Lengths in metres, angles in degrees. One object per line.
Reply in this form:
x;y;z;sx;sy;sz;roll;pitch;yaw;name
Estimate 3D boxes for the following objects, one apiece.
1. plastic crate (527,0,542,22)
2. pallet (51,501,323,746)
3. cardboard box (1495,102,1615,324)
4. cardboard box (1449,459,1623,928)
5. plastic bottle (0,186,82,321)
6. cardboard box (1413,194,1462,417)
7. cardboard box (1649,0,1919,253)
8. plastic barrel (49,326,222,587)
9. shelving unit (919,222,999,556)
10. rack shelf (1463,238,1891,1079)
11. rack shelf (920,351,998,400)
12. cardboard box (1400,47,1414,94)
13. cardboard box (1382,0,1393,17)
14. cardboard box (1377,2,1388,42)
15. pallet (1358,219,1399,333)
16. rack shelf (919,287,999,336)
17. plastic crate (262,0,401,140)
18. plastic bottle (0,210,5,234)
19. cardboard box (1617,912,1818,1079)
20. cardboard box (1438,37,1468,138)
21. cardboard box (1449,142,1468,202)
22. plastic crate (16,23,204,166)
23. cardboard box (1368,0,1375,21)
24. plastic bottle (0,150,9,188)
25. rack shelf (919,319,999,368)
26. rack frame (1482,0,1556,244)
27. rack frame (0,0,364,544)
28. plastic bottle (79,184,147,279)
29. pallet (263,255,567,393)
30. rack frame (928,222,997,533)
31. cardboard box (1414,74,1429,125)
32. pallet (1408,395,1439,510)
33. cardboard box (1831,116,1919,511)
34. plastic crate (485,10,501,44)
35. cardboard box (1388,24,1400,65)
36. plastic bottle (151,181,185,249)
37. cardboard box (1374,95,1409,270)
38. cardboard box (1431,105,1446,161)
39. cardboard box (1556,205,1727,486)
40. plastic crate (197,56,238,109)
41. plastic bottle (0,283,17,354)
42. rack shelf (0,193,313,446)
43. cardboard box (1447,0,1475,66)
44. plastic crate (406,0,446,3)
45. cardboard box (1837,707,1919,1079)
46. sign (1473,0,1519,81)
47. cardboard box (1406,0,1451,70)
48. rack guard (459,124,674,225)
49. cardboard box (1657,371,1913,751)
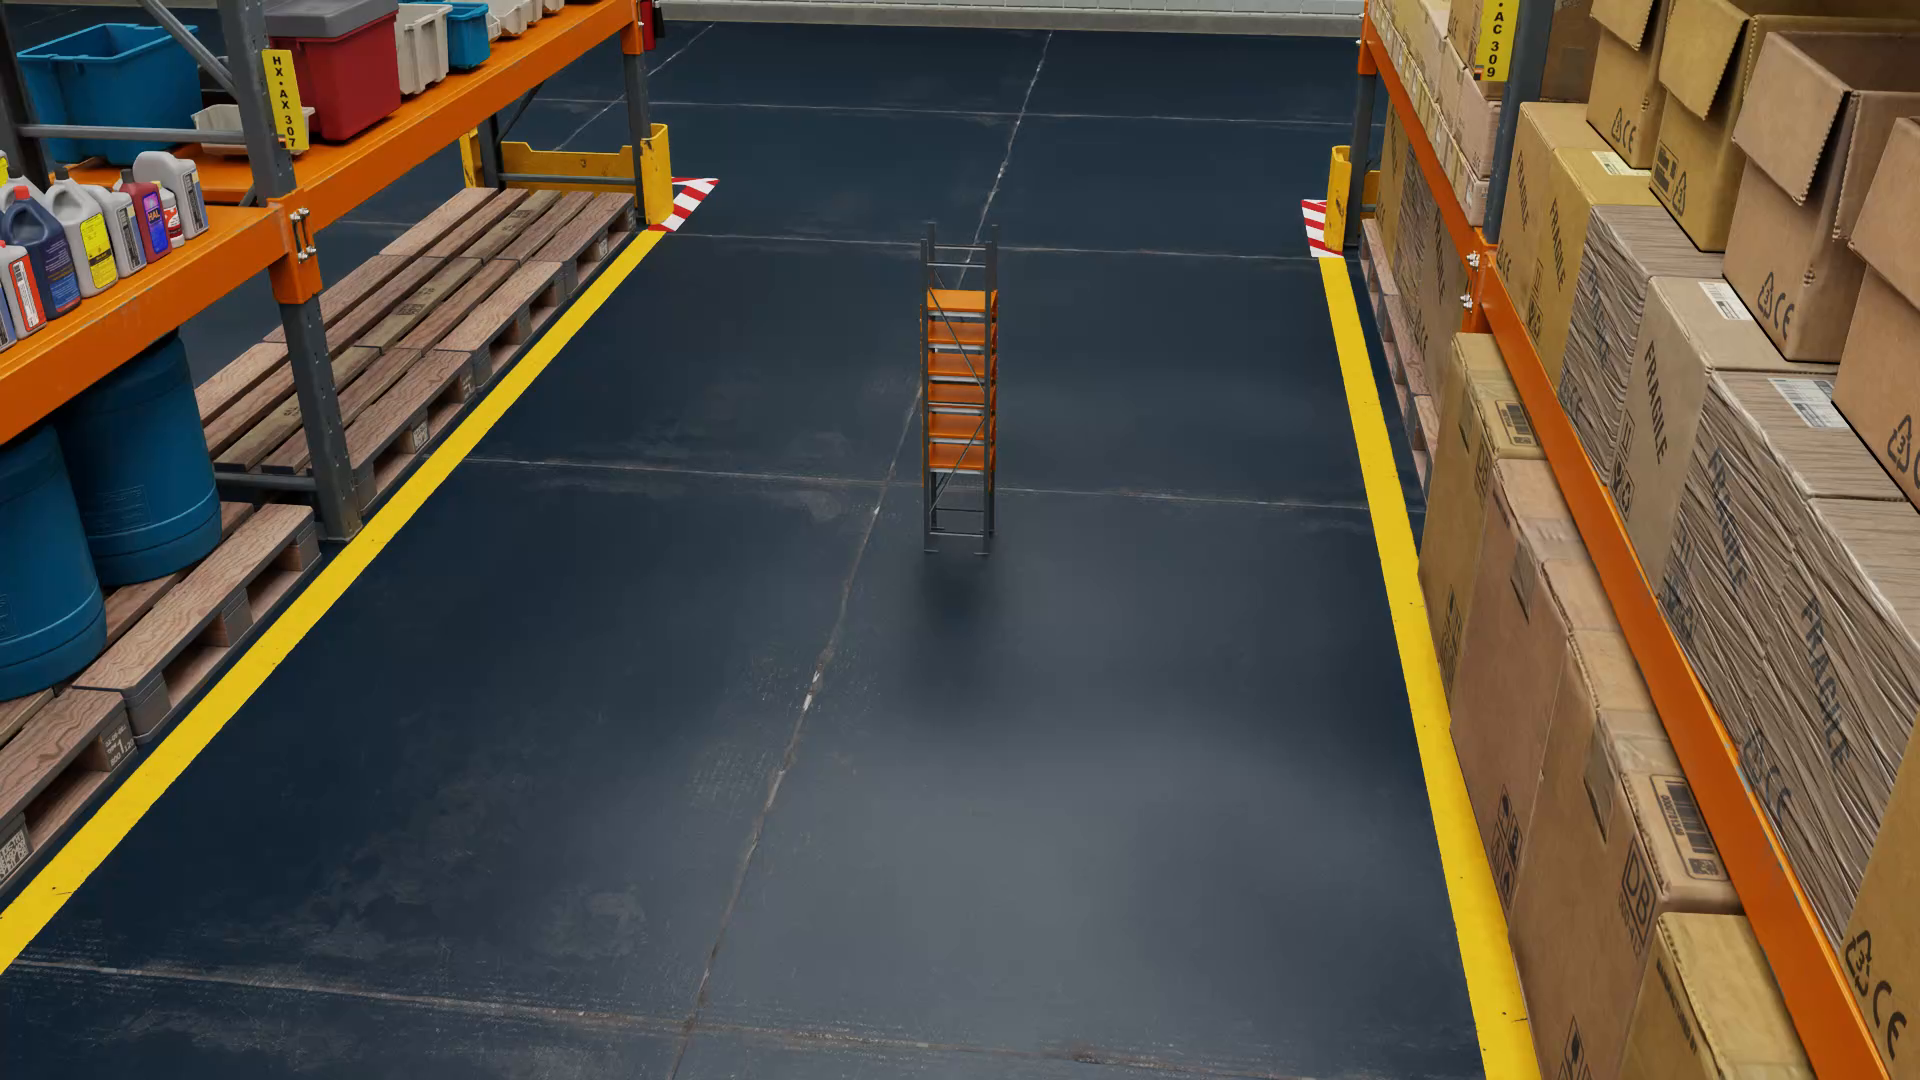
-2.253;-2.627;8.177;0.396;0.136;0.243;3;28;6;plastic crate
-2.909;0.225;5.610;1.003;0.211;1.213;3;28;6;pallet
1.838;-0.917;4.685;0.500;0.500;0.500;3;29;6;cardboard box
1.975;0.398;4.146;1.225;0.875;0.875;2;28;4;cardboard box
-2.584;-0.803;4.630;0.144;0.351;0.185;3;28;6;plastic bottle
2.413;-1.055;6.842;0.875;0.875;0.875;3;28;6;cardboard box
1.977;-0.938;3.665;0.797;0.503;0.637;4;29;7;cardboard box
-2.857;-0.369;5.543;0.600;0.901;0.708;3;28;6;plastic barrel
-0.002;-0.521;5.953;0.258;1.200;0.189;3;28;6;shelving unit
1.897;0.183;3.507;1.077;0.370;4.000;3;28;6;rack shelf
-0.002;-0.588;5.917;0.258;0.103;0.180;3;28;6;rack shelf
2.074;-1.976;7.020;0.380;0.149;0.250;3;28;5;cardboard box
2.249;-2.568;7.698;0.500;0.250;0.500;3;28;6;cardboard box
2.200;-2.458;7.916;0.380;0.149;0.250;3;28;5;cardboard box
2.612;-1.350;8.533;1.003;0.211;1.213;3;28;6;pallet
-0.002;-0.799;5.803;0.258;0.103;0.180;3;28;6;rack shelf
-2.415;-1.824;6.342;0.402;0.464;0.583;3;28;6;plastic crate
-2.727;-0.811;4.645;0.144;0.351;0.185;3;28;6;plastic bottle
1.757;1.234;2.594;1.225;0.875;0.875;2;28;4;cardboard box
1.997;-1.607;5.915;0.500;0.250;0.500;4;29;8;cardboard box
1.886;-1.249;5.670;0.380;0.149;0.250;4;29;7;cardboard box
-3.055;-1.622;6.052;0.392;0.384;0.575;3;28;6;plastic crate
2.261;-2.700;8.364;0.380;0.149;0.250;4;29;7;cardboard box
-3.143;-1.176;5.322;0.144;0.351;0.185;3;28;6;plastic bottle
-0.002;-0.694;5.860;0.258;0.103;0.180;3;28;6;rack shelf
2.142;-1.075;5.084;1.000;3.000;0.127;3;28;6;rack frame
-2.773;-1.363;5.618;1.000;3.000;0.127;3;28;6;rack frame
-2.545;-0.932;4.949;0.152;0.276;0.135;3;28;6;plastic bottle
-2.575;-1.060;7.995;1.003;0.211;1.213;3;28;6;pallet
0.009;-0.564;6.033;0.240;1.200;0.006;3;28;6;rack frame
2.012;-1.732;6.568;0.380;0.149;0.250;3;28;5;cardboard box
2.313;-0.201;6.401;1.003;0.211;1.213;3;28;6;pallet
1.841;-0.328;2.533;0.797;0.503;0.637;4;29;7;cardboard box
-2.281;-2.354;7.671;0.298;0.136;0.250;3;28;6;plastic crate
2.137;-2.216;7.466;0.380;0.149;0.250;3;28;5;cardboard box
-2.488;-1.015;5.182;0.097;0.201;0.097;0;28;0;plastic bottle
2.633;-1.902;8.415;0.875;0.875;0.875;3;28;6;cardboard box
1.949;-1.491;6.119;0.380;0.149;0.250;4;29;7;cardboard box
1.715;-0.445;3.808;0.500;0.500;0.500;3;28;5;cardboard box
-2.903;-1.811;6.676;0.437;0.125;0.590;3;28;6;plastic crate
-2.624;-0.632;4.391;0.152;0.276;0.135;3;28;6;plastic bottle
-3.018;-0.105;4.041;1.077;0.370;4.000;3;28;6;rack shelf
1.999;-1.938;5.739;0.500;0.500;0.500;4;29;7;cardboard box
-2.721;-2.792;8.383;0.416;0.233;0.300;3;28;6;plastic crate
1.467;0.517;2.023;0.500;0.500;0.500;4;29;8;cardboard box
1.591;-1.523;4.918;0.100;0.325;0.005;3;28;6;sign
2.125;-2.086;6.803;0.500;0.250;0.500;3;28;5;cardboard box
-2.293;-2.158;9.728;1.175;0.500;0.348;3;28;6;rack guard
1.594;0.038;2.912;0.500;0.500;0.500;2;28;5;cardboard box
